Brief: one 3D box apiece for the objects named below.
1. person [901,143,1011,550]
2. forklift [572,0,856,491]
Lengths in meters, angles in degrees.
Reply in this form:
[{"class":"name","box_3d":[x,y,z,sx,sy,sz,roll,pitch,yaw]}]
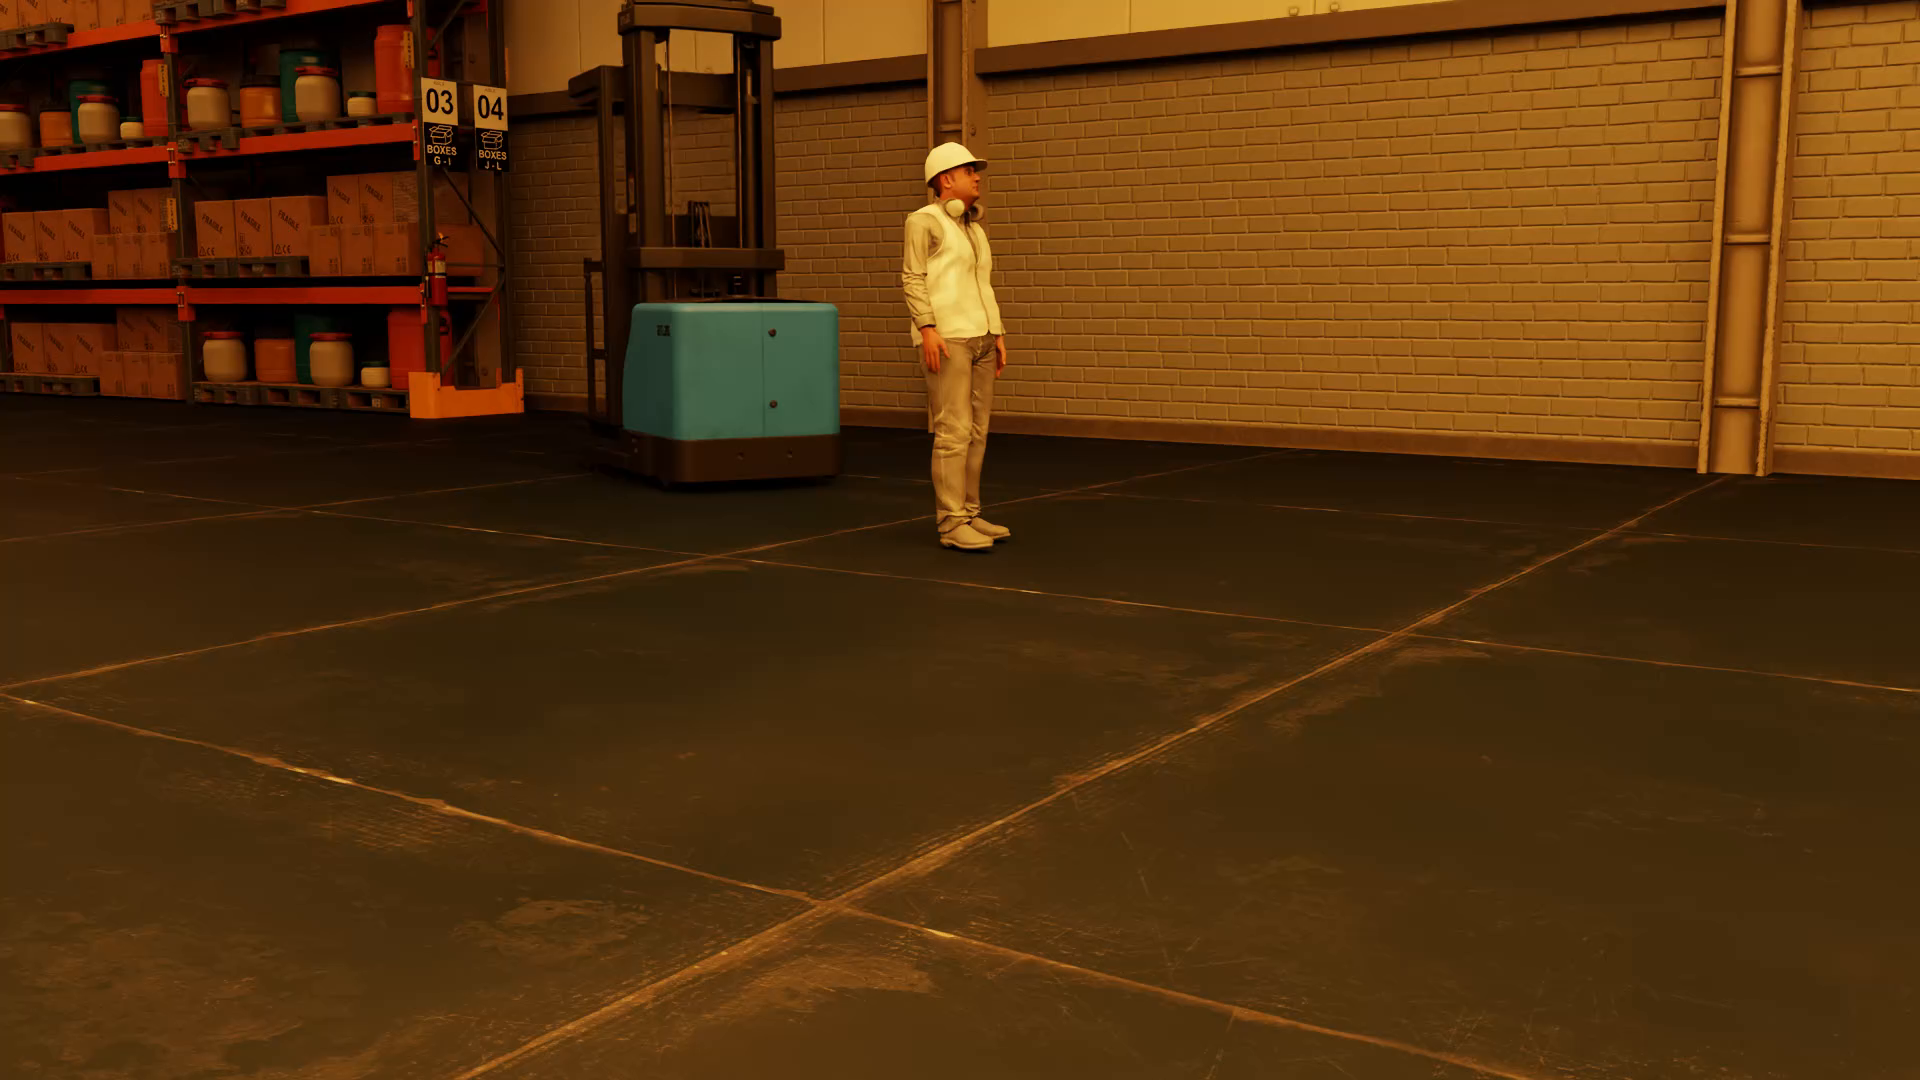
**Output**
[{"class":"person","box_3d":[0.048,-0.879,7.437,0.567,1.774,0.633,5,10,34]},{"class":"forklift","box_3d":[-1.752,-1.897,10.535,1.130,2.935,3.031,-4,9,-28]}]
